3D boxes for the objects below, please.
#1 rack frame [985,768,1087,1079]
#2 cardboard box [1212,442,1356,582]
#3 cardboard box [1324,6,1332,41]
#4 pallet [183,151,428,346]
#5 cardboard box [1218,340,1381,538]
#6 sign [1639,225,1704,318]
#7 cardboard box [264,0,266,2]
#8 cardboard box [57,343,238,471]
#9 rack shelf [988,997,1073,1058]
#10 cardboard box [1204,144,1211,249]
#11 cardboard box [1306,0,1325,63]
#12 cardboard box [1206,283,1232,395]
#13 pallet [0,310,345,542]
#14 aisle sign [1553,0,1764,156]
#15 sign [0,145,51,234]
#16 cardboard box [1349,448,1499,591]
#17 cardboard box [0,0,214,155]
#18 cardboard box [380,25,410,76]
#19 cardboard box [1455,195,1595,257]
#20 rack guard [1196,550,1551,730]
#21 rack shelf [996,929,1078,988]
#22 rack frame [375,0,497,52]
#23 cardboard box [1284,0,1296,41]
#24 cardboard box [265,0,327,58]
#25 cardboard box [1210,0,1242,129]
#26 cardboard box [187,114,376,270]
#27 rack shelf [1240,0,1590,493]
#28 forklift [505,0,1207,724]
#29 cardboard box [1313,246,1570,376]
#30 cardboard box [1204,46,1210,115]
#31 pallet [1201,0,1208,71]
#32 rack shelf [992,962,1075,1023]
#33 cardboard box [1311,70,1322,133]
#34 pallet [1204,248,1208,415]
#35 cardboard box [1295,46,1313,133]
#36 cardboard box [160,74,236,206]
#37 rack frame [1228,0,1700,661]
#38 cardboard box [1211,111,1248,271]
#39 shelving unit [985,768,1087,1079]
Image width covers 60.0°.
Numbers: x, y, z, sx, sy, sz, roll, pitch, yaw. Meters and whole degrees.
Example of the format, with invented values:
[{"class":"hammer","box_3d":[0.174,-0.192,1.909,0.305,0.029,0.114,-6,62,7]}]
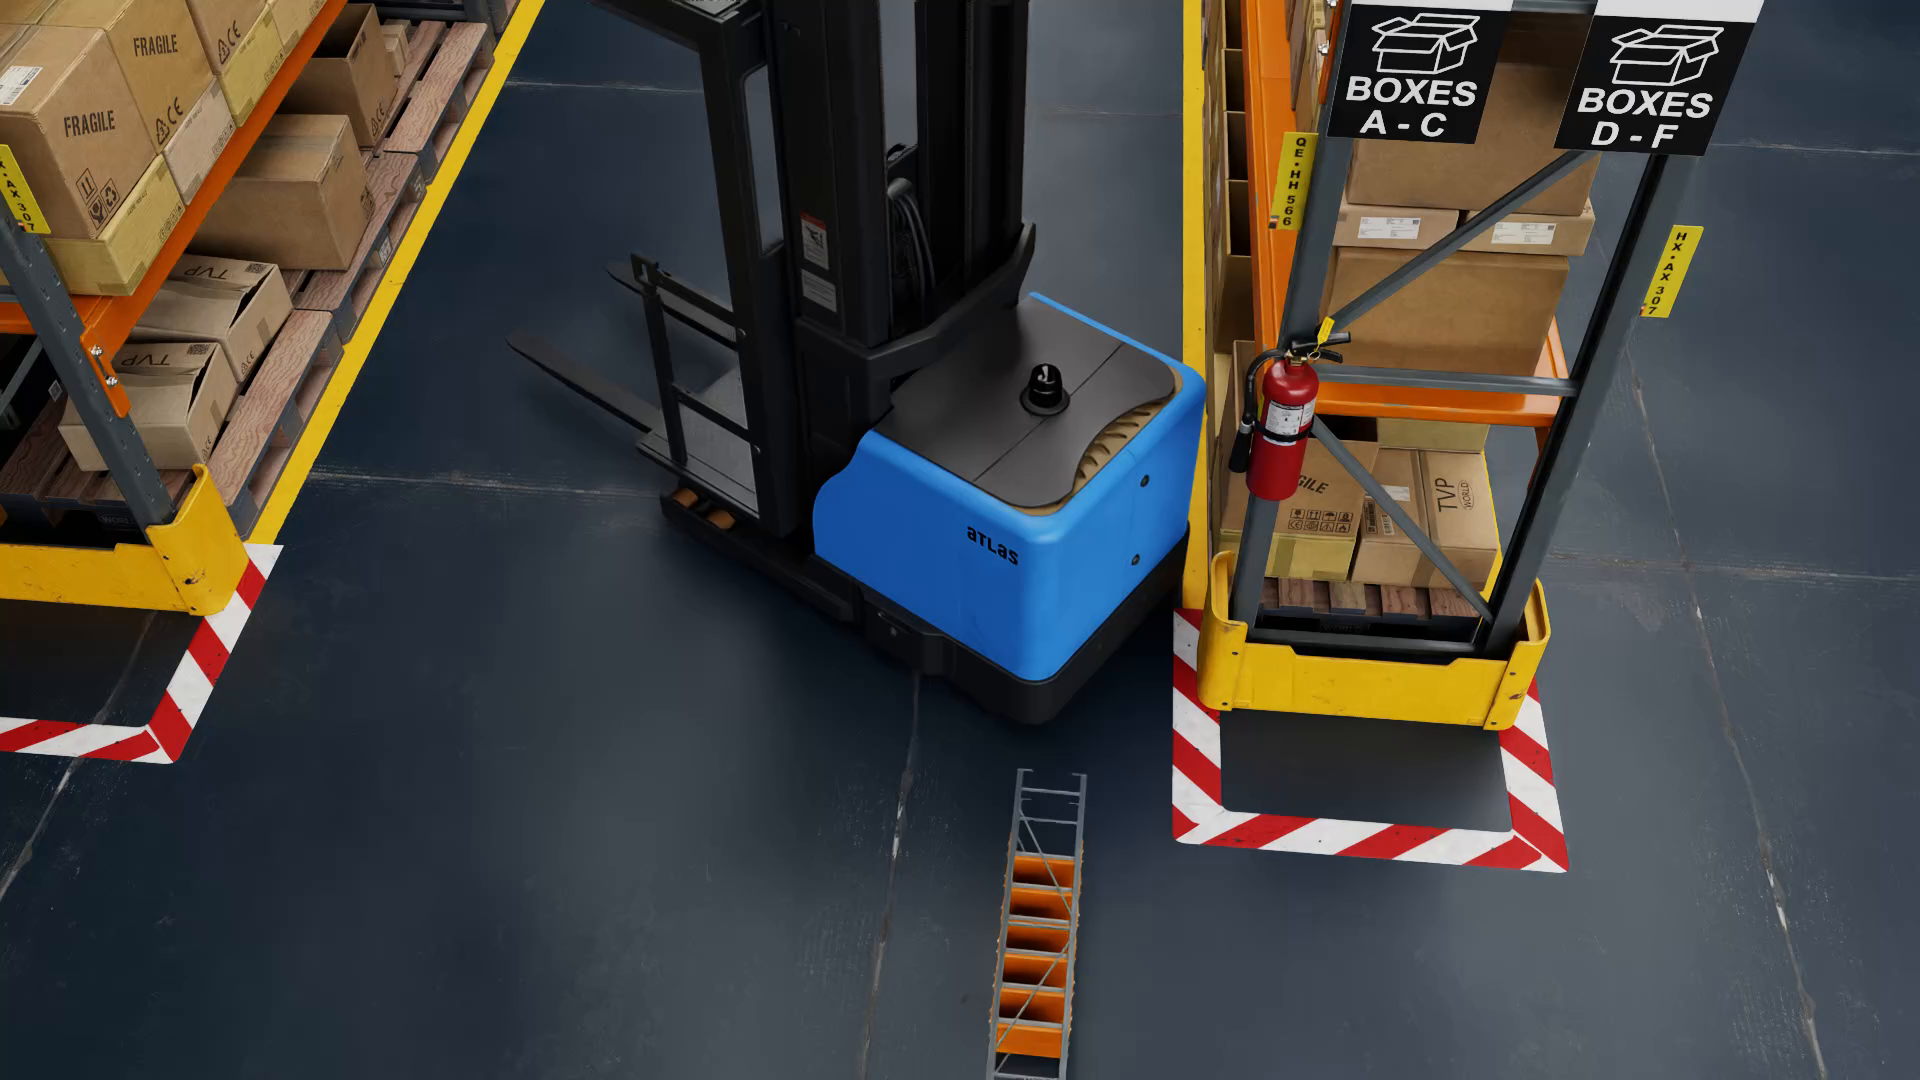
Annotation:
[{"class":"rack frame","box_3d":[0.254,1.242,5.359,0.240,0.006,1.200,5,48,4]},{"class":"cardboard box","box_3d":[1.237,-0.120,6.406,0.500,0.250,0.500,4,48,4]},{"class":"cardboard box","box_3d":[1.585,-1.732,5.354,0.700,0.500,0.500,3,48,3]},{"class":"pallet","box_3d":[-3.221,-1.426,7.911,1.003,0.211,1.213,4,48,4]},{"class":"cardboard box","box_3d":[1.235,-0.373,6.129,0.500,0.500,0.500,4,48,4]},{"class":"sign","box_3d":[2.035,-0.769,4.781,0.100,0.325,0.005,4,48,4]},{"class":"cardboard box","box_3d":[-2.965,-2.484,6.569,0.500,0.500,0.500,5,48,5]},{"class":"cardboard box","box_3d":[-3.298,-0.566,6.759,0.500,0.311,0.500,-1,48,-1]},{"class":"rack shelf","box_3d":[0.220,1.535,5.214,0.258,0.180,0.103,5,48,4]},{"class":"cardboard box","box_3d":[1.401,-1.591,7.751,0.500,0.250,0.500,4,48,4]},{"class":"cardboard box","box_3d":[1.422,-1.797,5.853,0.380,0.149,0.250,5,48,5]},{"class":"cardboard box","box_3d":[1.314,-0.856,7.079,0.500,0.250,0.500,4,48,4]},{"class":"pallet","box_3d":[-3.335,-0.532,7.094,1.003,0.211,1.213,4,48,4]},{"class":"aisle sign","box_3d":[1.781,-1.301,4.145,0.394,0.787,0.004,4,48,4]},{"class":"sign","box_3d":[-2.911,-1.079,5.117,0.100,0.325,0.005,4,48,4]},{"class":"cardboard box","box_3d":[1.753,-0.085,6.374,0.500,0.250,0.500,4,48,4]},{"class":"cardboard box","box_3d":[-3.053,-1.725,5.875,0.500,0.500,0.500,4,48,4]},{"class":"cardboard box","box_3d":[-3.105,-2.559,8.680,0.380,0.166,0.250,-2,48,-2]},{"class":"cardboard box","box_3d":[1.733,-1.019,5.142,0.380,0.149,0.250,4,48,3]},{"class":"rack guard","box_3d":[1.480,0.369,6.074,1.175,0.500,0.348,4,48,4]},{"class":"rack shelf","box_3d":[0.246,1.359,5.375,0.258,0.180,0.103,5,48,4]},{"class":"rack frame","box_3d":[-3.086,-3.762,8.158,1.000,3.000,0.127,4,48,4]},{"class":"cardboard box","box_3d":[1.722,-2.382,6.829,0.700,0.500,0.500,5,48,4]},{"class":"cardboard box","box_3d":[-2.957,-2.244,6.858,0.500,0.250,0.500,4,48,4]},{"class":"cardboard box","box_3d":[1.455,-2.211,7.810,0.500,0.500,0.500,4,48,4]},{"class":"cardboard box","box_3d":[-3.130,-1.585,7.562,0.700,0.500,0.500,1,48,1]},{"class":"rack shelf","box_3d":[1.665,-1.719,6.777,1.077,0.370,4.000,4,48,4]},{"class":"forklift","box_3d":[-0.591,-1.230,5.889,3.031,2.935,1.130,30,54,24]},{"class":"cardboard box","box_3d":[1.538,-0.868,5.444,0.700,0.500,0.500,4,48,4]},{"class":"cardboard box","box_3d":[1.503,-2.325,8.423,0.500,0.250,0.500,4,48,4]},{"class":"pallet","box_3d":[1.875,-3.035,9.382,1.003,0.211,1.213,4,48,4]},{"class":"rack shelf","box_3d":[0.233,1.447,5.295,0.258,0.180,0.103,5,48,4]},{"class":"cardboard box","box_3d":[1.373,-1.419,5.508,0.380,0.149,0.250,3,48,3]},{"class":"pallet","box_3d":[1.624,-1.010,7.531,1.003,0.211,1.213,4,48,4]},{"class":"cardboard box","box_3d":[1.632,-1.619,6.130,0.700,0.500,0.500,4,48,4]},{"class":"cardboard box","box_3d":[-3.057,-1.499,6.176,0.500,0.250,0.500,3,48,2]},{"class":"rack frame","box_3d":[1.482,-0.492,5.168,1.000,3.000,0.127,4,48,4]},{"class":"cardboard box","box_3d":[1.358,-1.476,7.138,0.500,0.500,0.500,4,48,4]},{"class":"shelving unit","box_3d":[0.254,1.304,5.426,0.258,0.189,1.200,5,48,4]}]
